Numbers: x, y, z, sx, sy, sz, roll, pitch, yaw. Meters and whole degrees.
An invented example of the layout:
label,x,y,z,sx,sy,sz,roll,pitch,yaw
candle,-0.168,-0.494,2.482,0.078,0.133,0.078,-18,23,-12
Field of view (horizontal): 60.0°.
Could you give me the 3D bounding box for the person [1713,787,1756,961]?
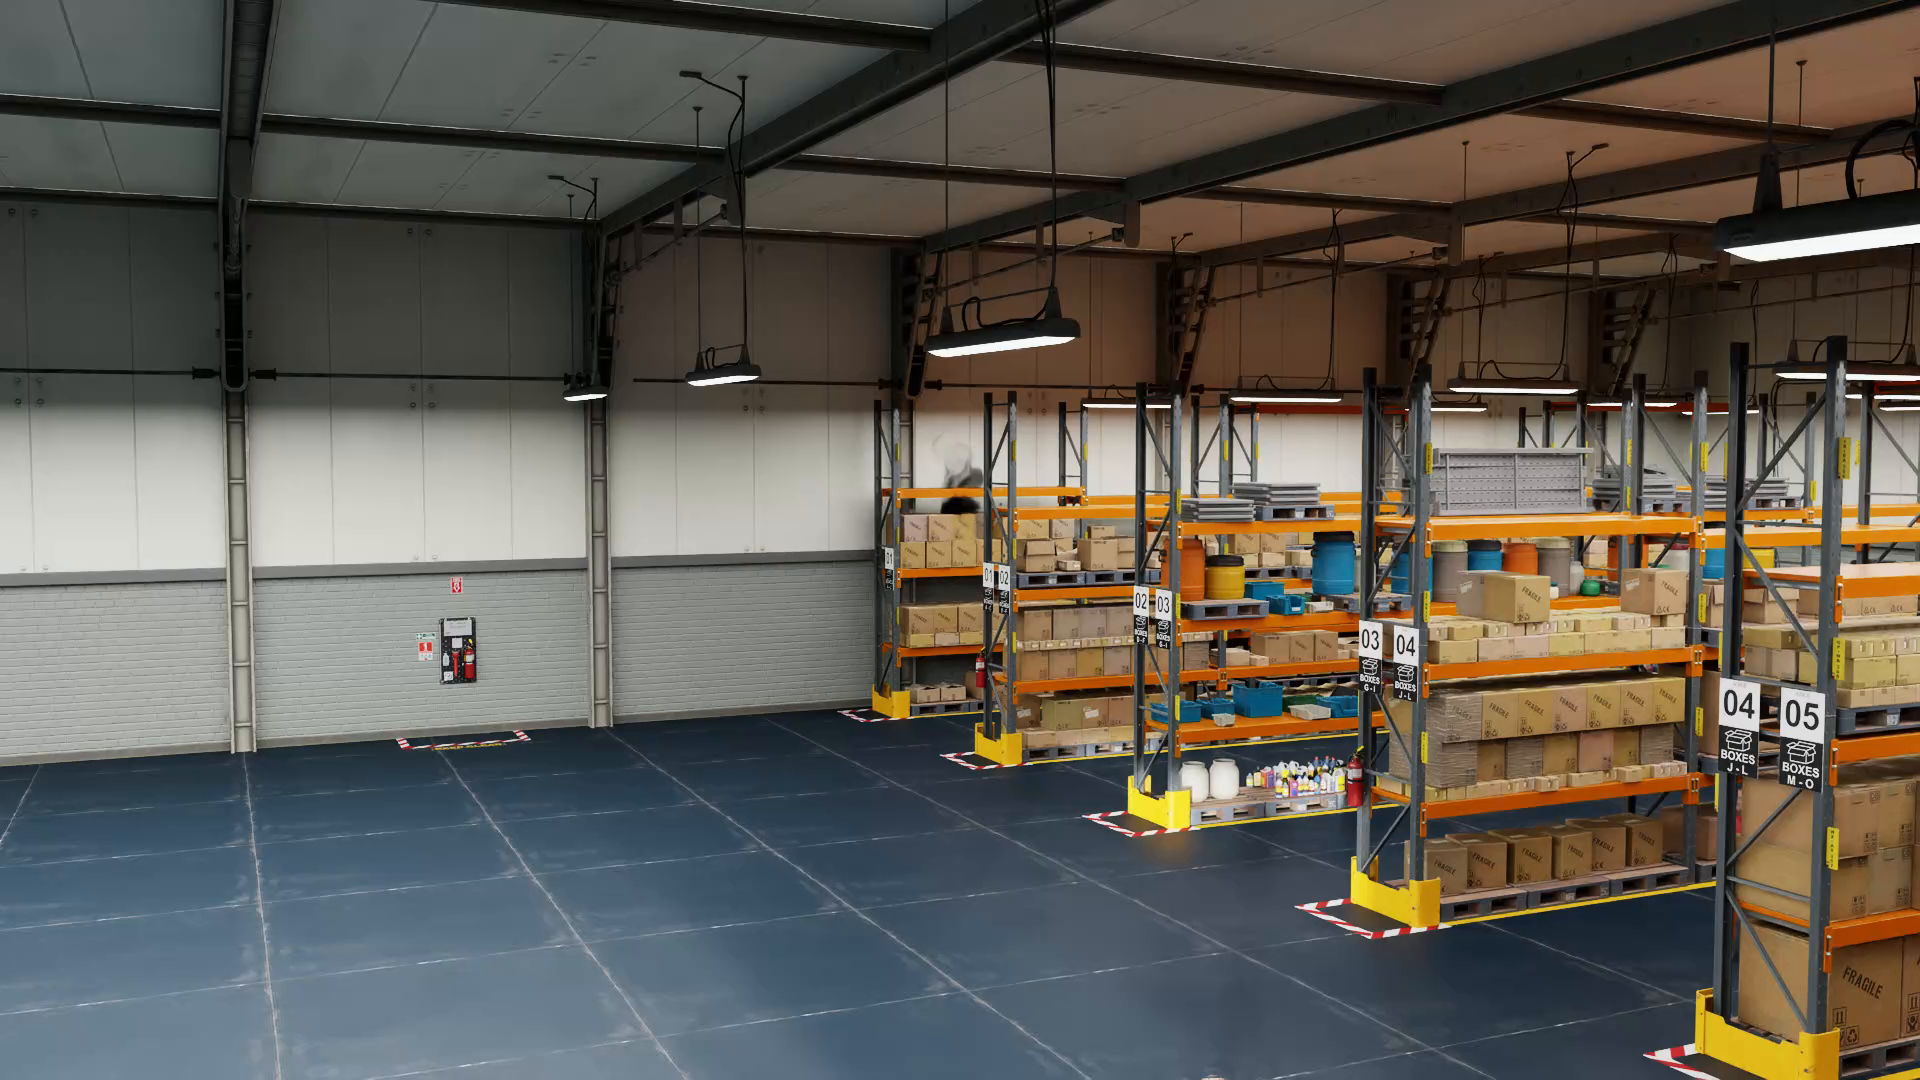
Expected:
label,x,y,z,sx,sy,sz,roll,pitch,yaw
person,7.888,3.353,16.679,0.904,1.781,0.585,-3,4,-39
